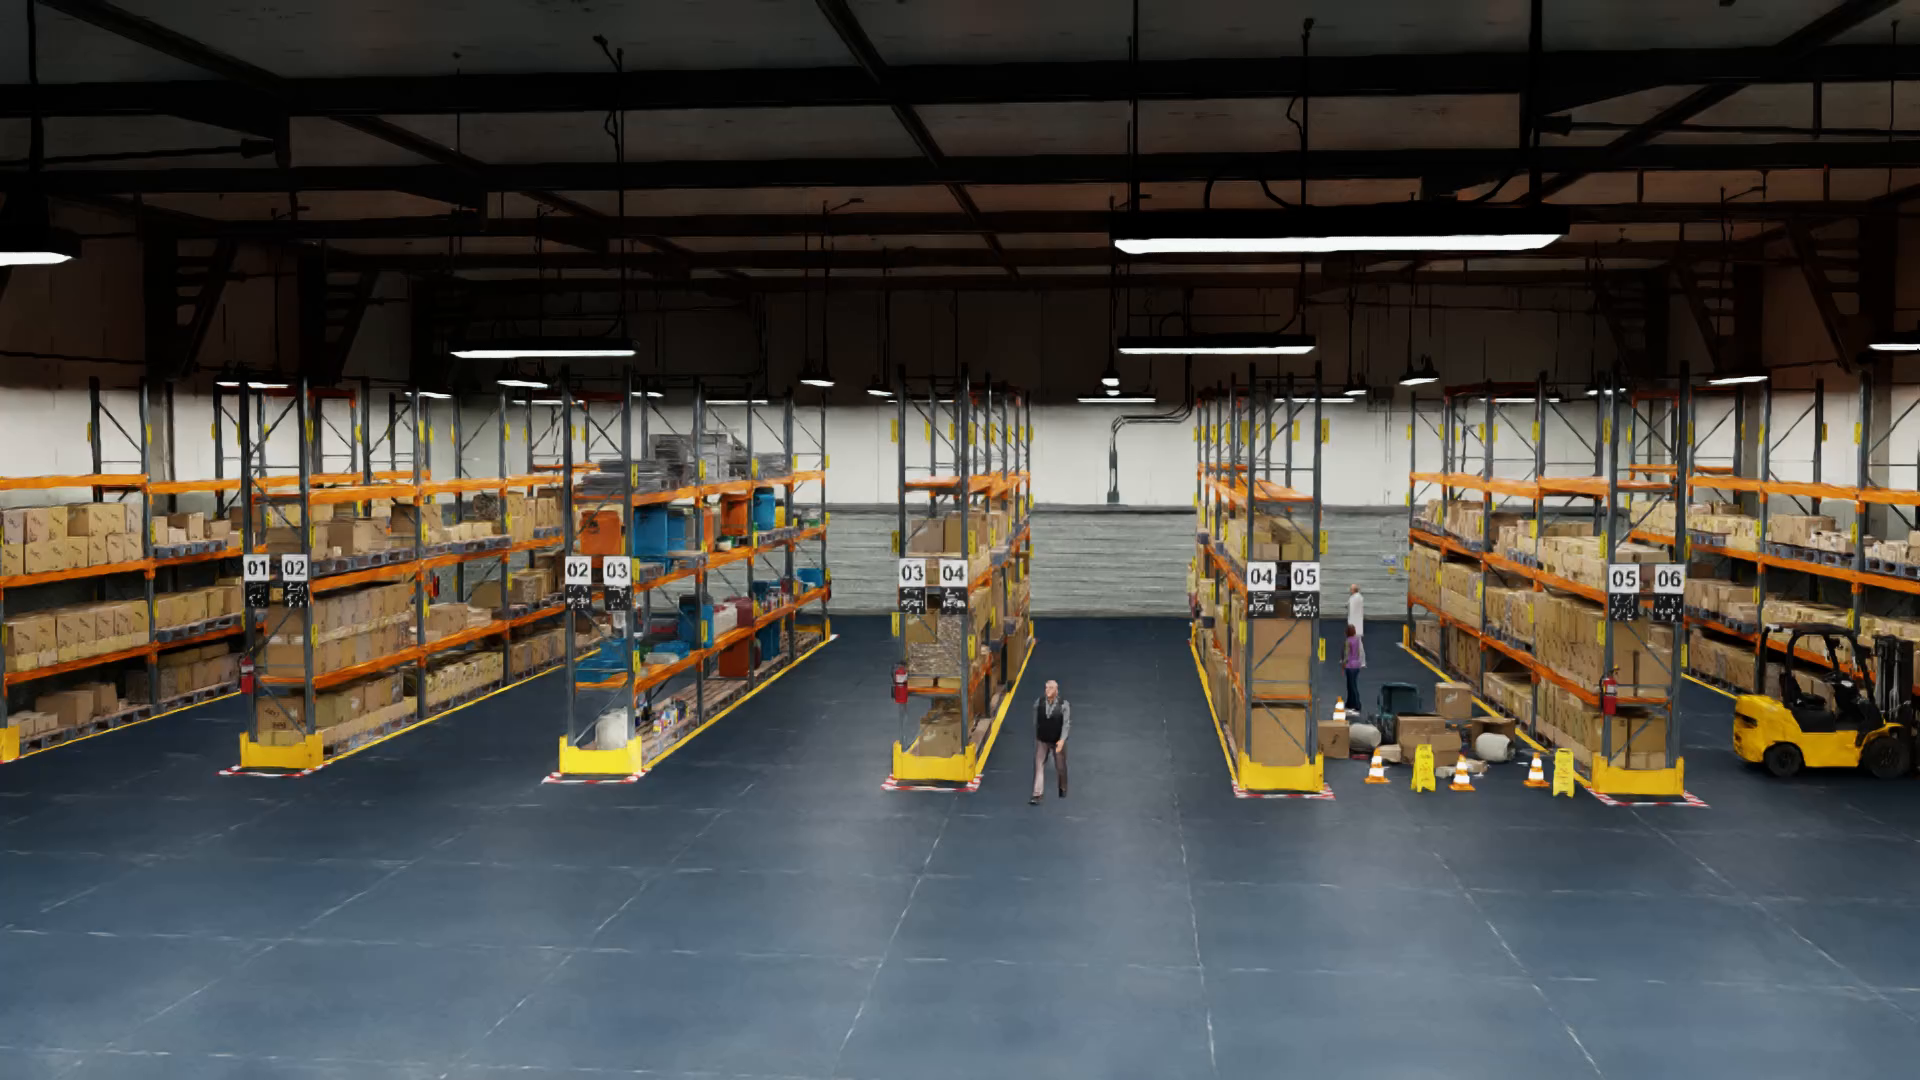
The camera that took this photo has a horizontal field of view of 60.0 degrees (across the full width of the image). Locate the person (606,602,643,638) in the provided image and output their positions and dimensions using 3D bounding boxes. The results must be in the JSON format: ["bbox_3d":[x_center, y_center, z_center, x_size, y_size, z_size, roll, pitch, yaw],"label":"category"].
[{"bbox_3d":[-7.294,1.861,35.957,0.716,1.689,0.802,1,4,11],"label":"person"}]

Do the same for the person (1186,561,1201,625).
[{"bbox_3d":[6.152,1.349,43.317,0.444,1.609,0.577,-2,4,-25],"label":"person"}]

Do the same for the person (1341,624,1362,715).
[{"bbox_3d":[6.948,2.290,29.639,0.527,1.592,0.522,3,5,38],"label":"person"}]

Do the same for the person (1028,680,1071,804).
[{"bbox_3d":[1.244,2.715,22.489,0.540,1.661,1.021,1,4,15],"label":"person"}]

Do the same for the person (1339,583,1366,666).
[{"bbox_3d":[8.443,1.805,35.723,0.637,1.772,0.691,2,4,26],"label":"person"}]
